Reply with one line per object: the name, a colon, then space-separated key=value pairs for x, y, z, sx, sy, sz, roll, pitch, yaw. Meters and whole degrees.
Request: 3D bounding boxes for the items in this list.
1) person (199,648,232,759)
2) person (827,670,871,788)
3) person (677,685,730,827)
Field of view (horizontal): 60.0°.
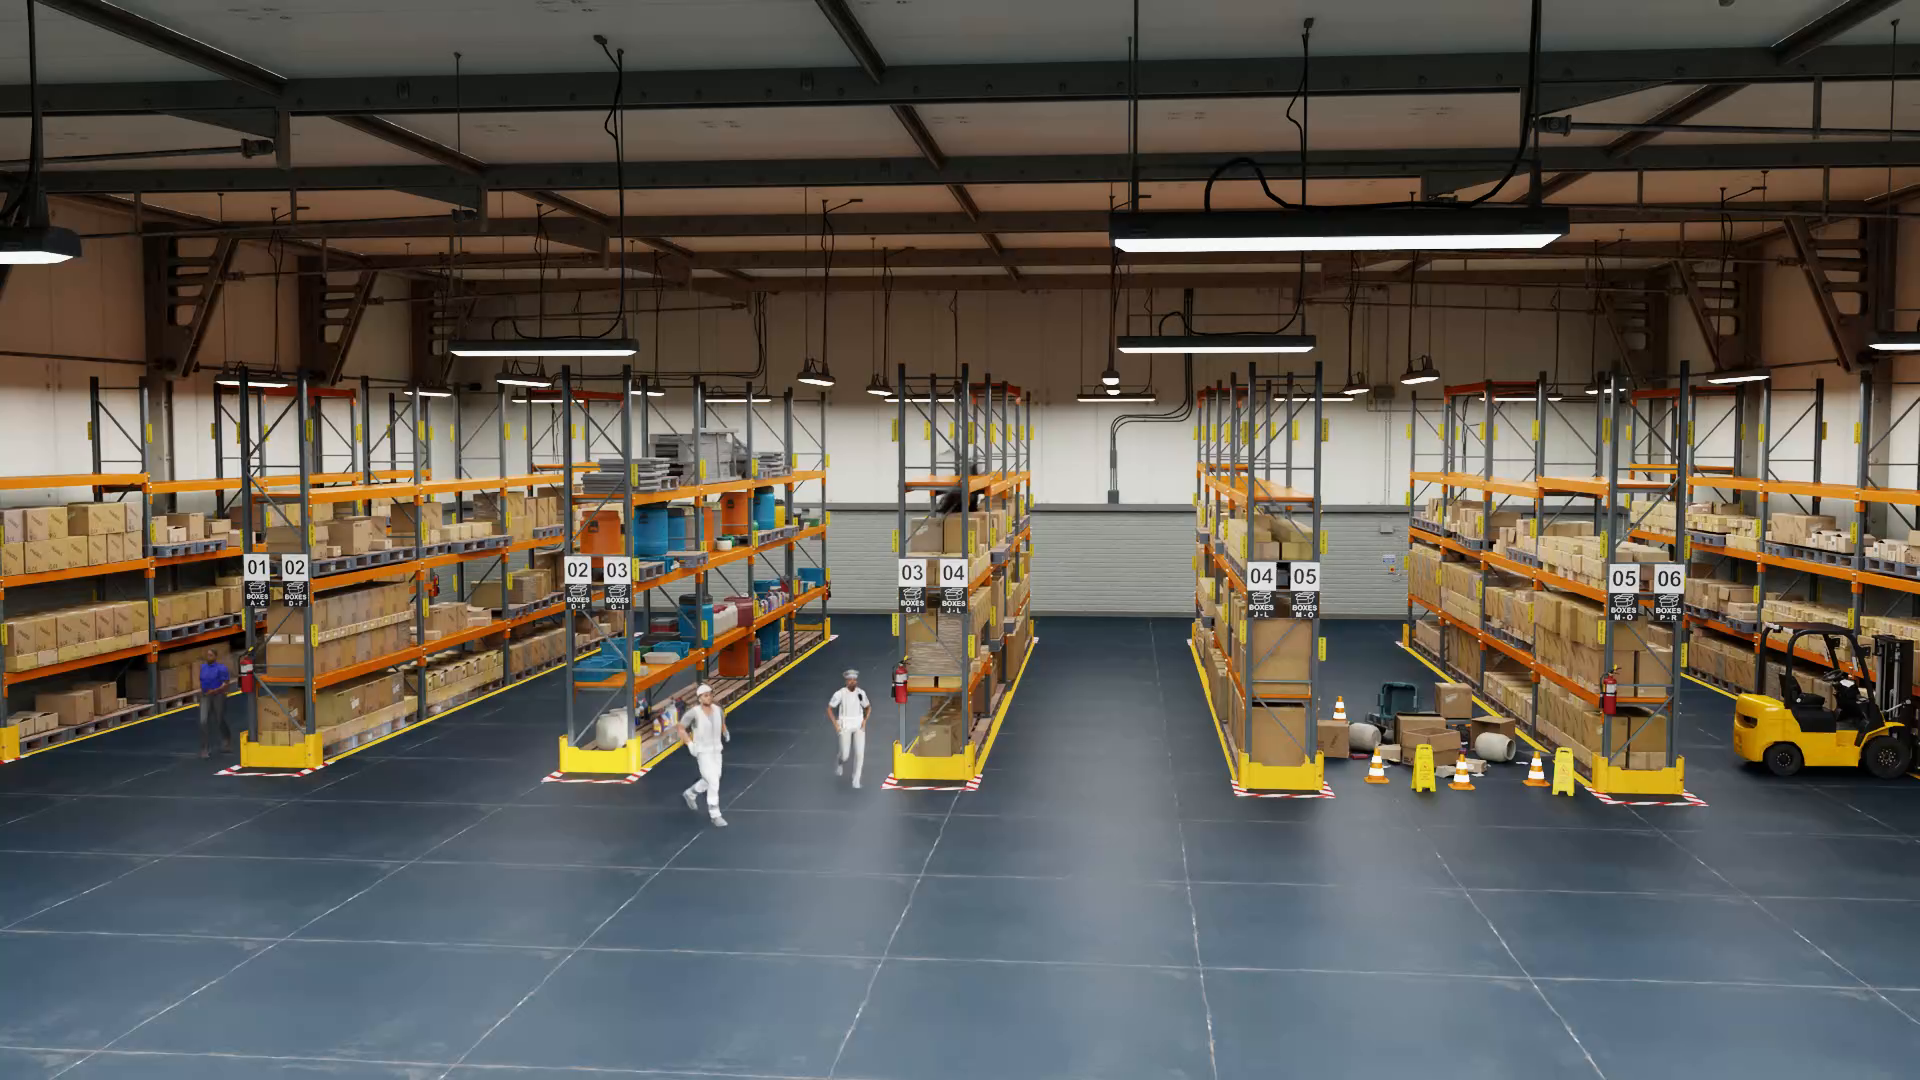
person: x=-11.626 y=2.525 z=25.946 sx=0.556 sy=1.715 sz=0.813 roll=0 pitch=4 yaw=0
person: x=-1.568 y=2.670 z=23.696 sx=0.632 sy=1.684 sz=0.587 roll=-1 pitch=4 yaw=-21
person: x=-3.264 y=2.745 z=21.397 sx=0.825 sy=1.786 sz=0.623 roll=4 pitch=5 yaw=44
